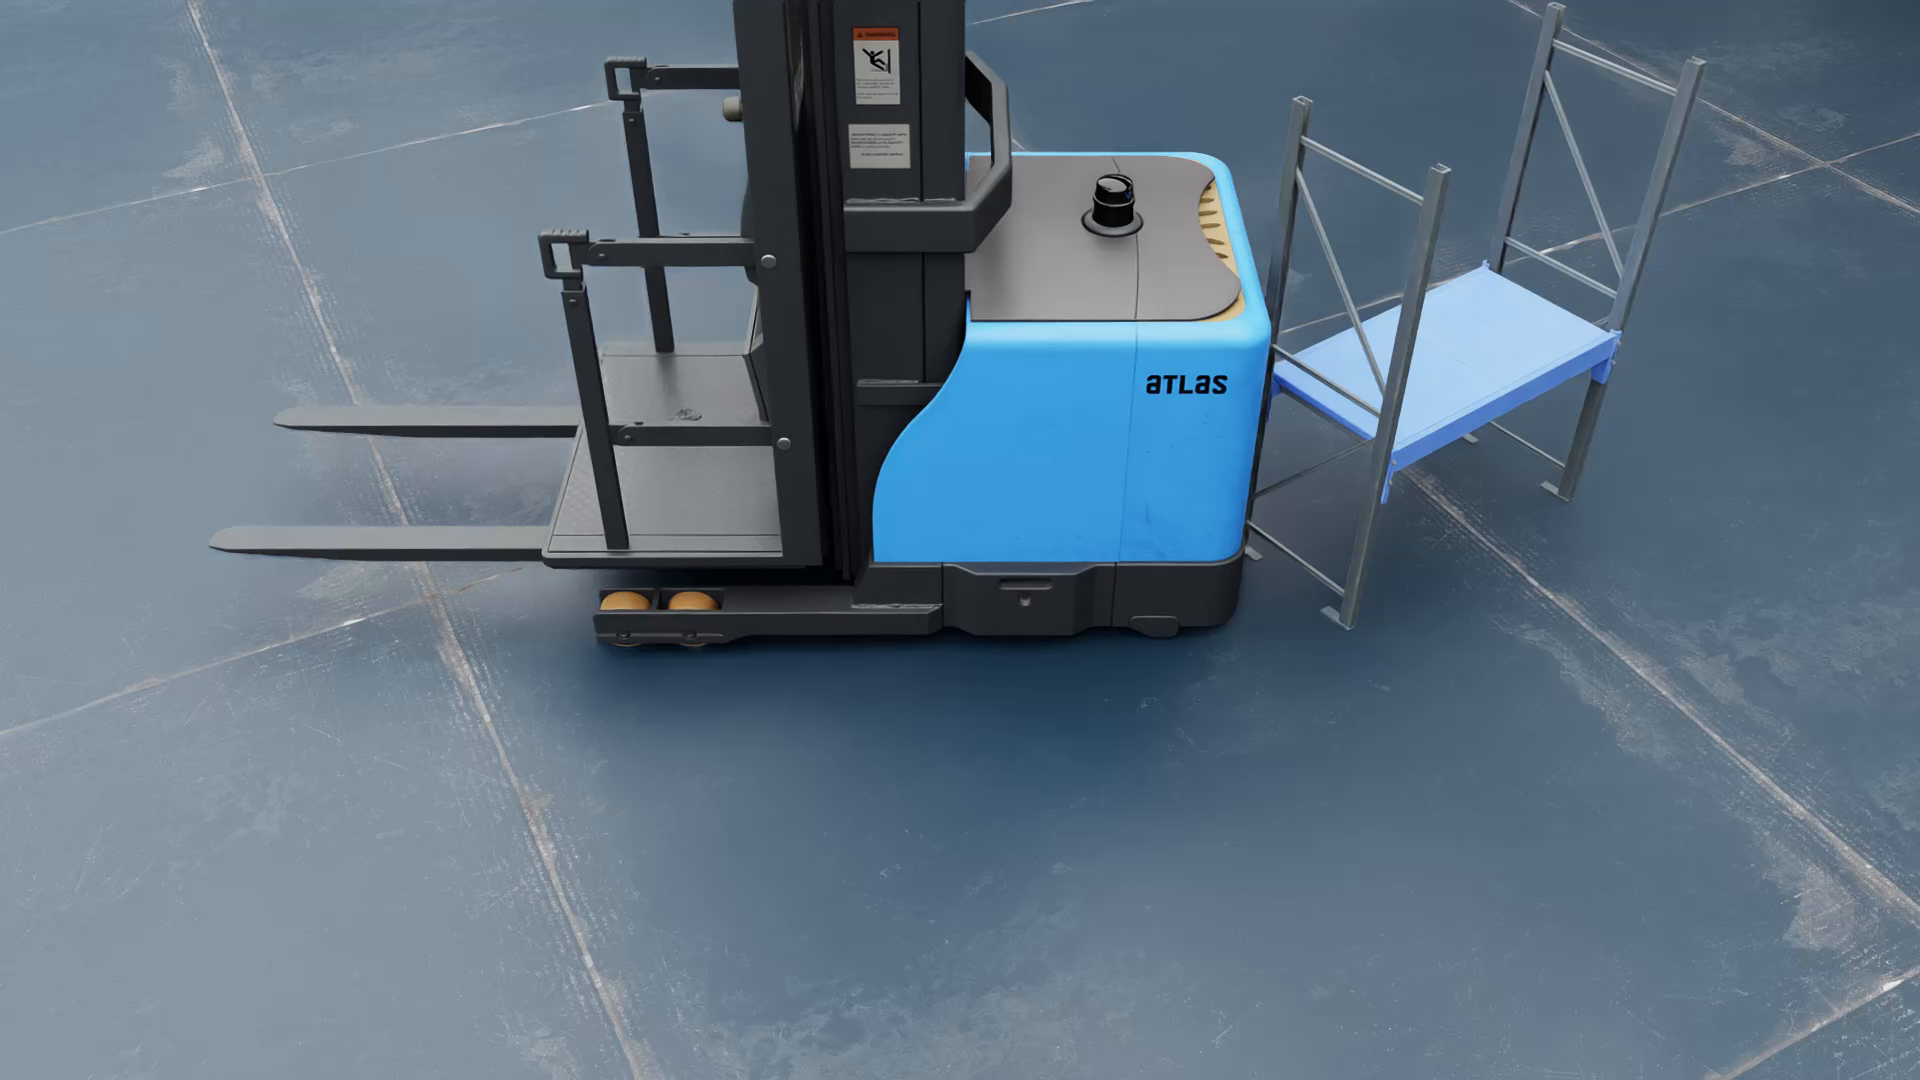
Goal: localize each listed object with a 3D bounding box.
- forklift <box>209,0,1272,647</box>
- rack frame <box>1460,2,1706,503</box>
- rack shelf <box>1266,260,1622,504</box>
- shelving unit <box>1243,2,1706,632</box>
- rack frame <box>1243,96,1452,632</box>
[{"bbox_3d":[-0.697,-1.149,4.338,3.031,2.935,1.130,0,40,0],"label":"forklift"},{"bbox_3d":[1.831,-0.827,5.066,0.032,1.500,0.500,-26,47,-27],"label":"rack frame"},{"bbox_3d":[1.423,-0.494,4.951,1.000,0.185,0.538,-26,47,-27],"label":"rack shelf"},{"bbox_3d":[1.423,-0.631,4.835,1.048,1.500,0.538,-26,47,-27],"label":"shelving unit"},{"bbox_3d":[1.014,-0.436,4.604,0.032,1.500,0.500,-26,47,-27],"label":"rack frame"}]
